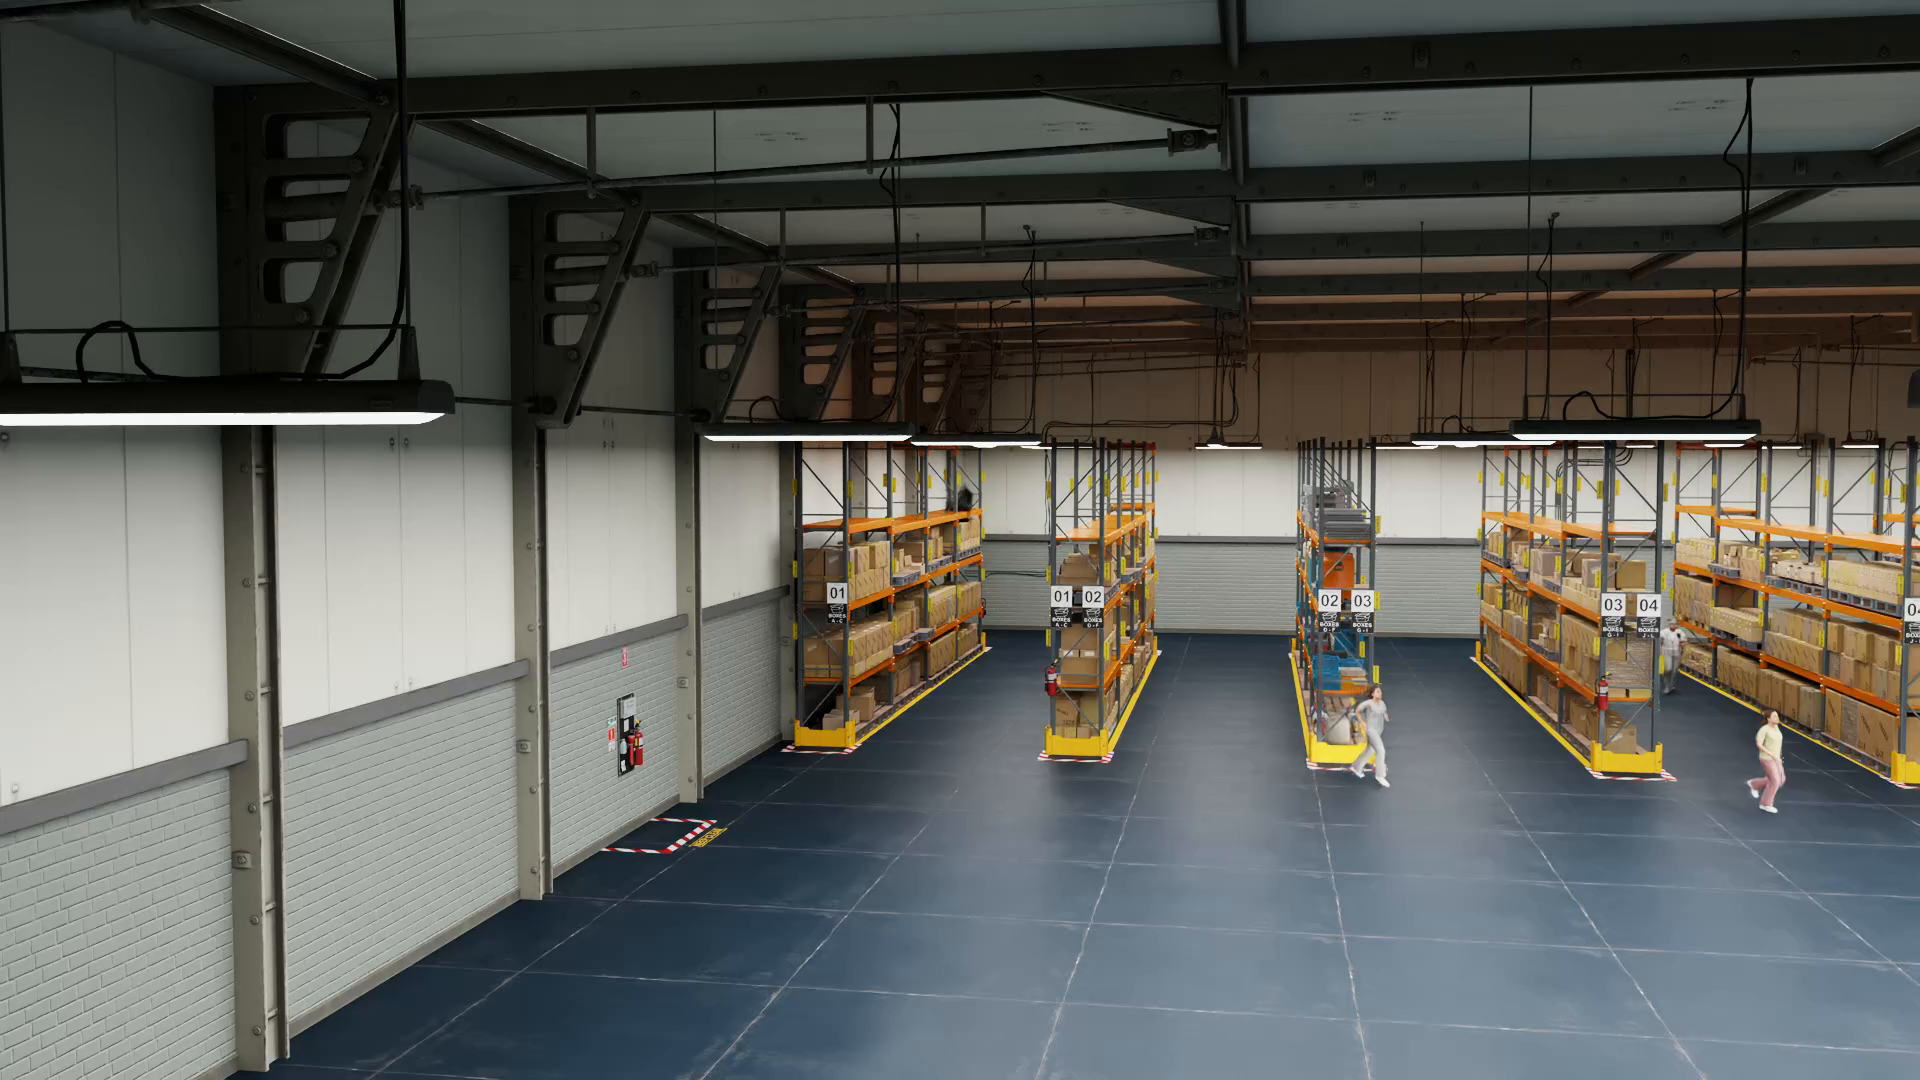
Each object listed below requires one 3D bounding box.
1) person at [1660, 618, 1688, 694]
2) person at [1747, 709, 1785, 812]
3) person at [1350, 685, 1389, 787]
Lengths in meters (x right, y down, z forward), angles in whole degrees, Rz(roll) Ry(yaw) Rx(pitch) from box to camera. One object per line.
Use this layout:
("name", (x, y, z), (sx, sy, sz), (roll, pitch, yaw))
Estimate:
("person", (16.961, 2.767, 39.583), (0.644, 1.847, 0.787), (1, 3, 11))
("person", (12.898, 3.508, 26.604), (0.584, 1.645, 0.625), (-2, 4, -33))
("person", (7.150, 3.350, 28.795), (0.562, 1.699, 0.862), (-3, 4, -42))
